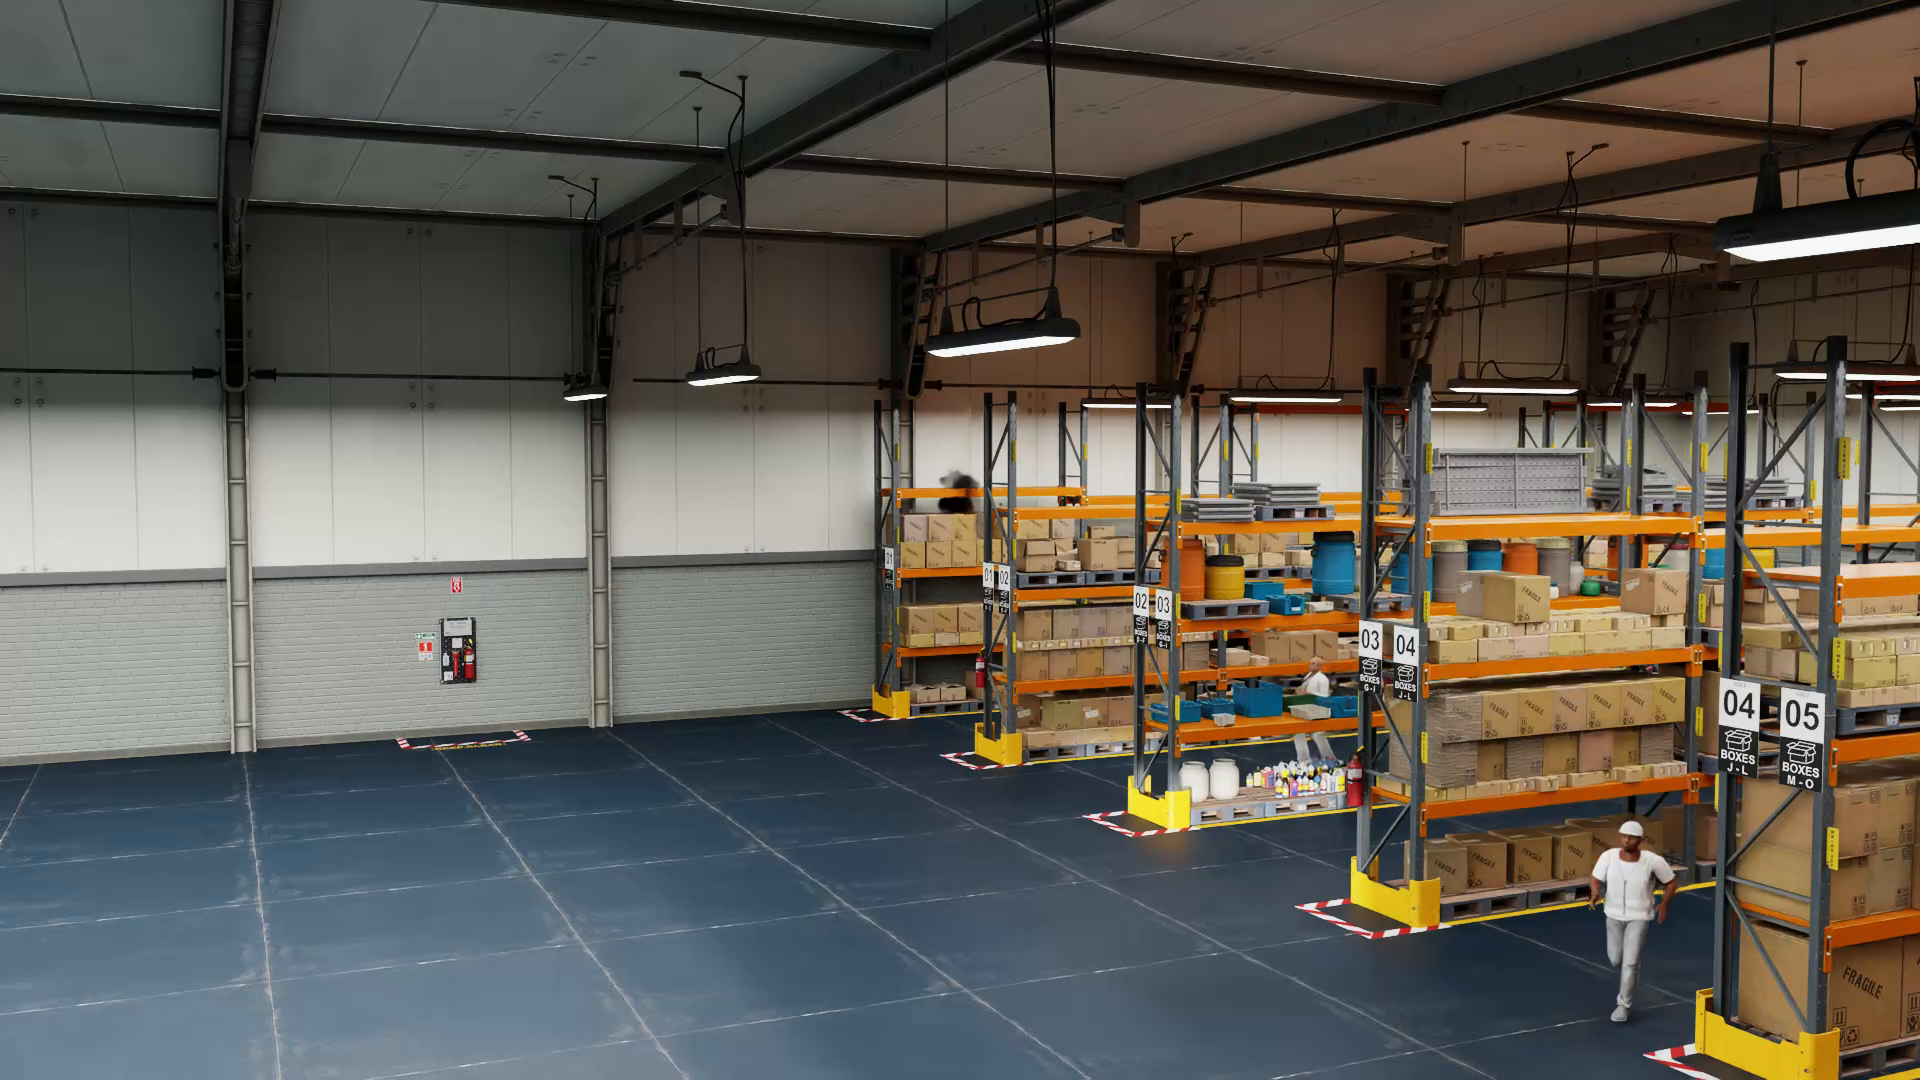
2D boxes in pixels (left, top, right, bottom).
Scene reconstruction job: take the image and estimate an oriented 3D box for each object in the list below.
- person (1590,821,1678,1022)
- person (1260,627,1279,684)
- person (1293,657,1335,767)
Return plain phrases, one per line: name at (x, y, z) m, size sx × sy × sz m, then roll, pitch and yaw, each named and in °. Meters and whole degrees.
person at (6.093, 3.413, 15.105) m, size 0.716 × 1.751 × 0.859 m, roll 3°, pitch 4°, yaw 38°
person at (5.951, 2.453, 31.680) m, size 0.829 × 1.696 × 0.573 m, roll -1°, pitch 3°, yaw -17°
person at (5.556, 2.756, 26.147) m, size 0.801 × 1.841 × 0.682 m, roll -2°, pitch 4°, yaw -28°
